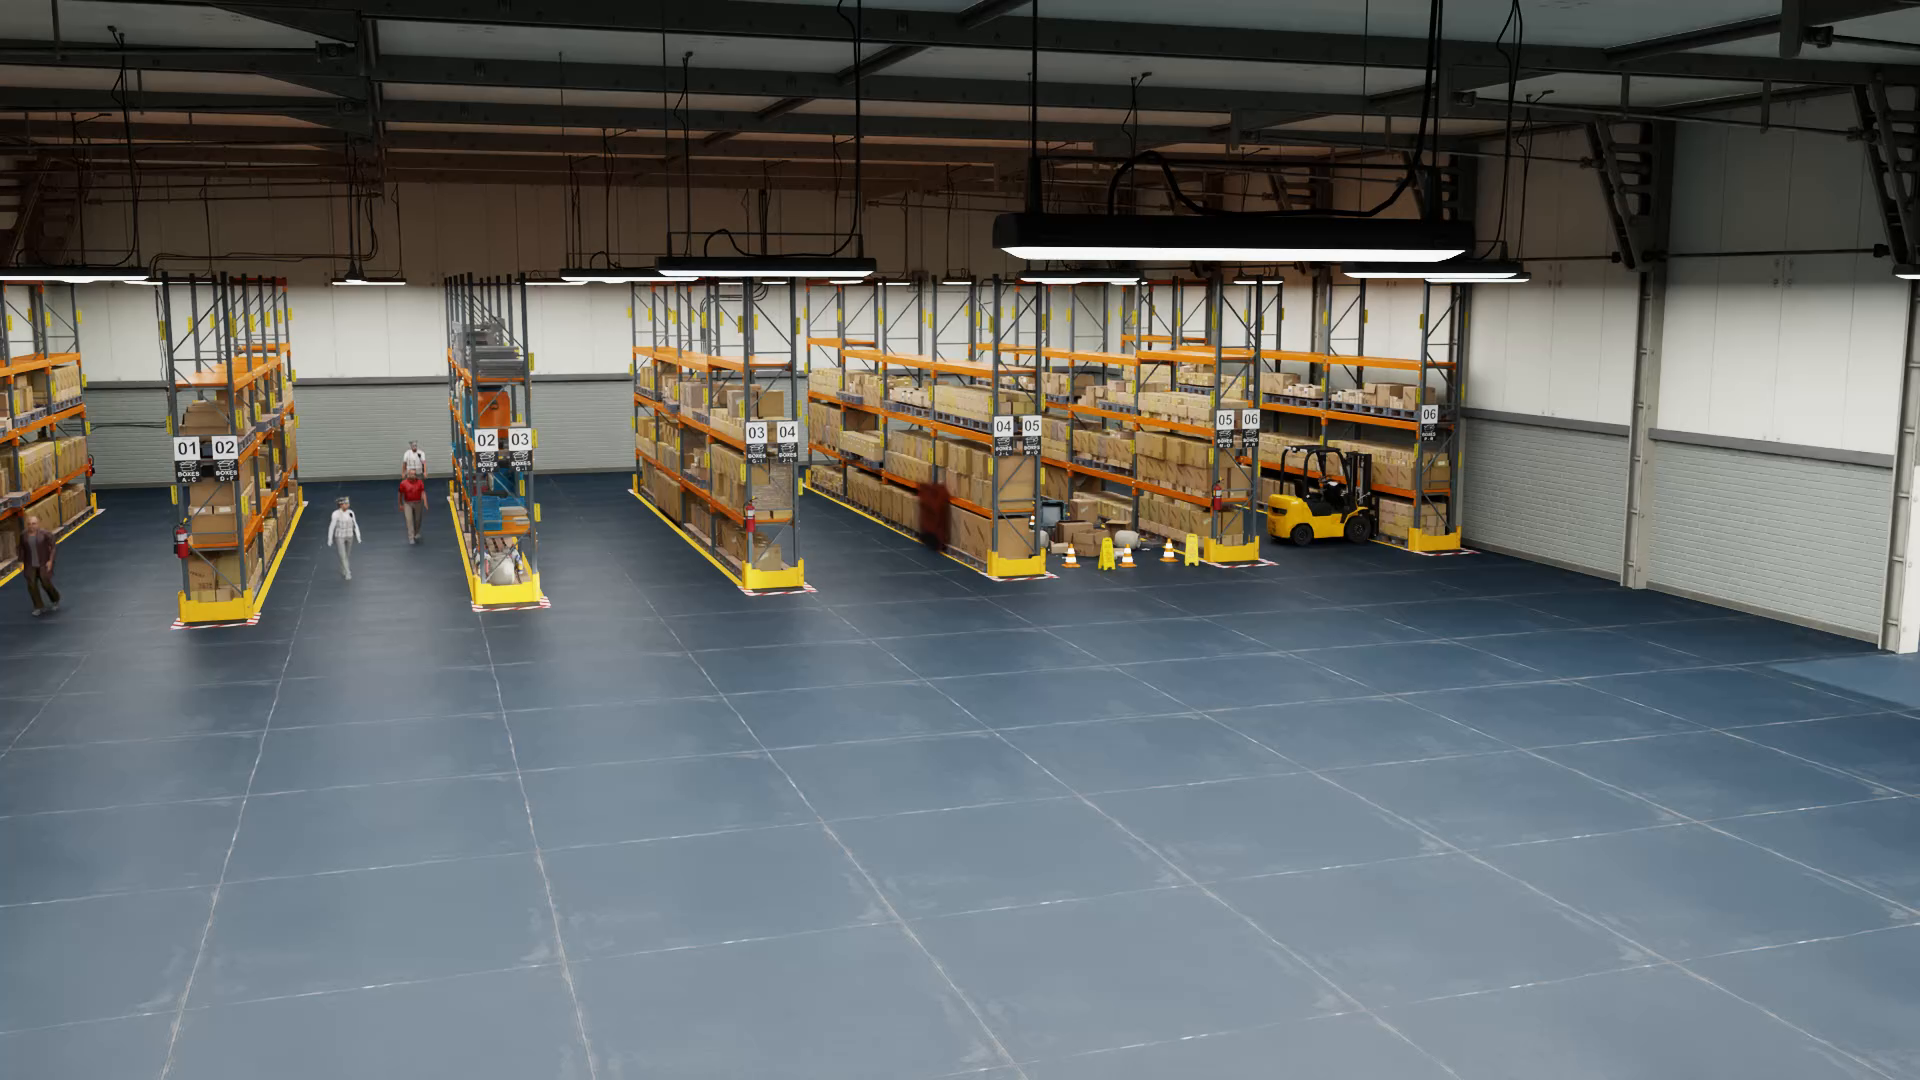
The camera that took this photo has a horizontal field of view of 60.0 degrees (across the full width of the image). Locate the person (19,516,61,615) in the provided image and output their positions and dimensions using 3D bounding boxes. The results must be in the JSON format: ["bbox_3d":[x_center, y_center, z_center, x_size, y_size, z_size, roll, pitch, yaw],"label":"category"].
[{"bbox_3d":[-16.356,0.433,29.540,0.673,1.763,0.641,-1,9,-8],"label":"person"}]

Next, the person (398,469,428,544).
[{"bbox_3d":[-12.375,-0.787,37.627,0.634,1.663,1.067,-3,9,-21],"label":"person"}]

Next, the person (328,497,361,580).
[{"bbox_3d":[-12.194,-0.064,32.947,0.593,1.605,1.031,-6,11,-36],"label":"person"}]

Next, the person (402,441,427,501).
[{"bbox_3d":[-14.484,-1.798,44.118,0.644,1.695,1.048,-2,9,-16],"label":"person"}]

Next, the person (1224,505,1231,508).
[{"bbox_3d":[6.328,-0.963,39.629,0.472,1.412,0.511,-5,10,-29],"label":"person"}]
